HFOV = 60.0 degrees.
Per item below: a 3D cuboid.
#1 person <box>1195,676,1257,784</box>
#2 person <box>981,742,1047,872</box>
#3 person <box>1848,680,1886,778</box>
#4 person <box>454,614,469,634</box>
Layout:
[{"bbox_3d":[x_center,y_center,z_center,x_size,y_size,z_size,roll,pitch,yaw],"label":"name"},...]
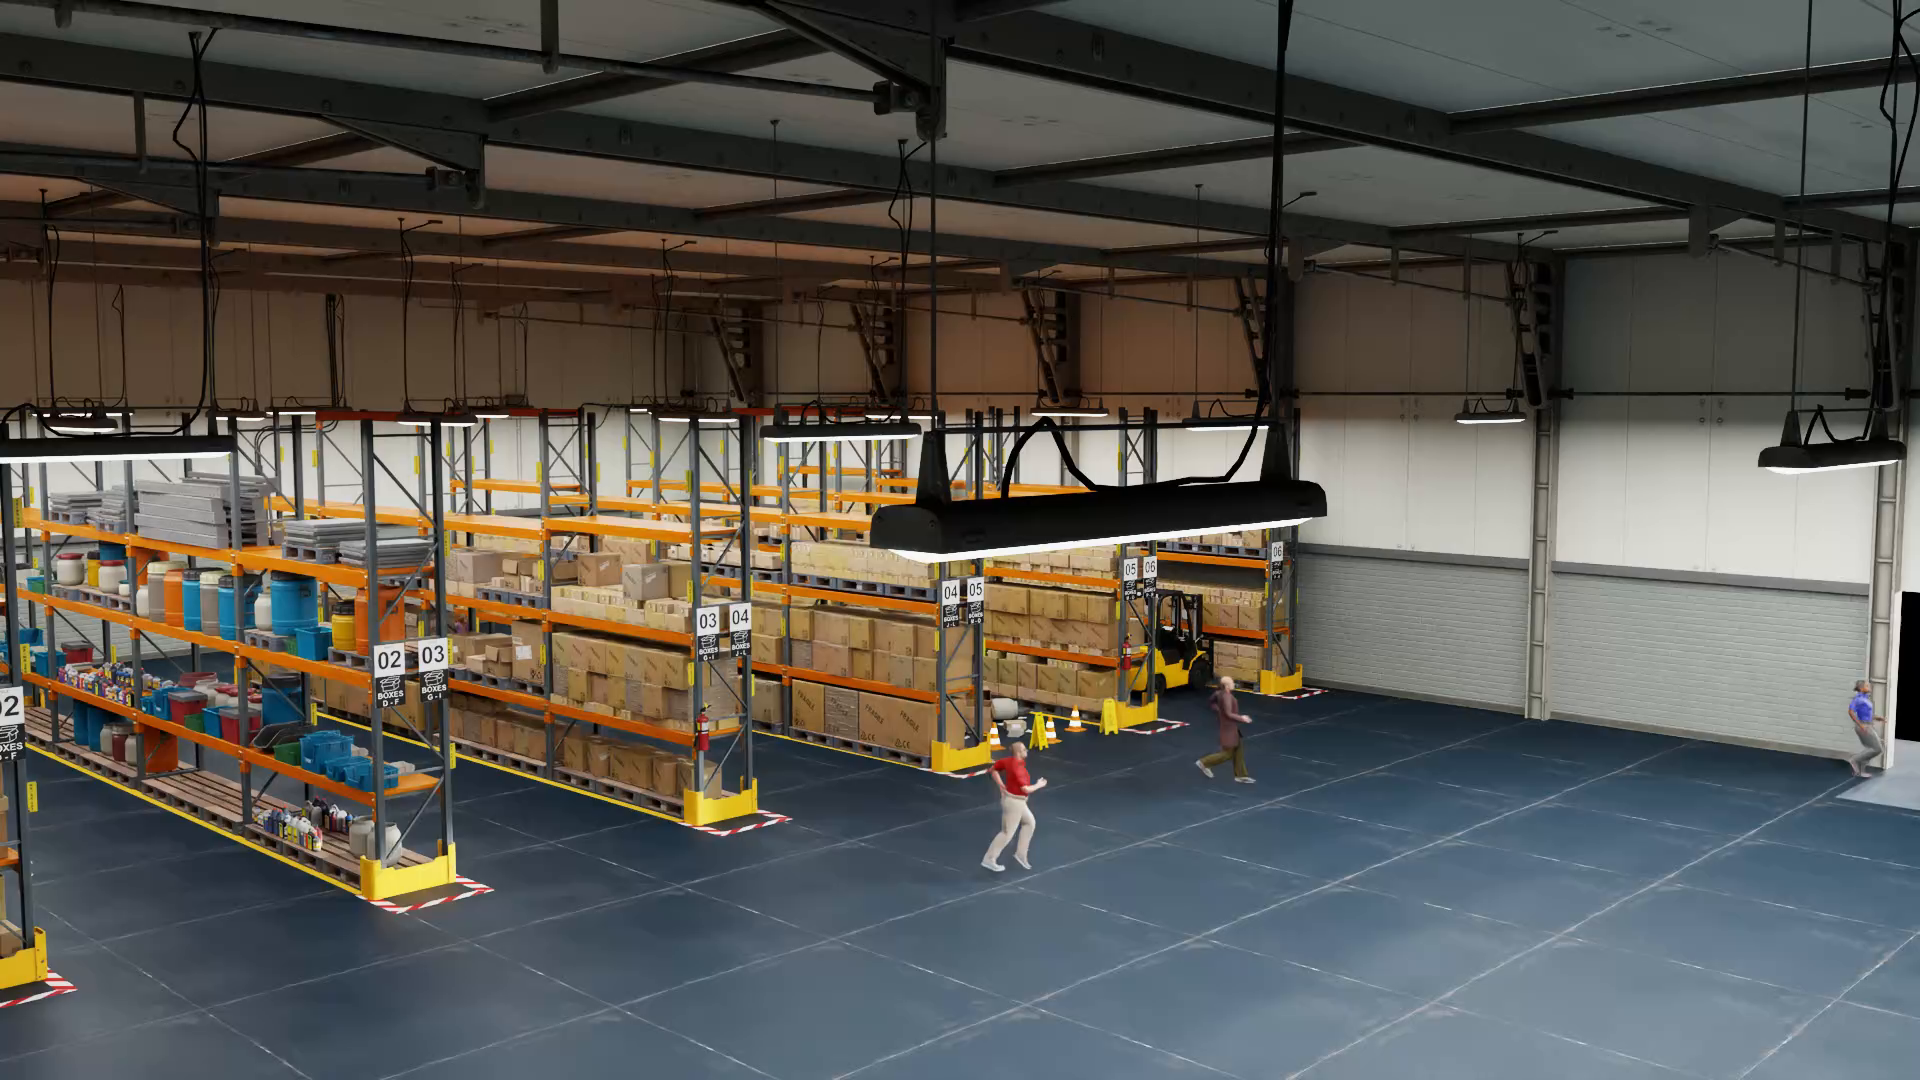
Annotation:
[{"bbox_3d":[4.309,3.081,26.892,1.021,1.773,0.722,0,5,-1],"label":"person"},{"bbox_3d":[0.695,3.542,21.969,0.911,1.770,0.673,-1,5,-12],"label":"person"},{"bbox_3d":[14.901,3.106,27.318,0.533,1.607,0.562,3,6,31],"label":"person"},{"bbox_3d":[-11.027,2.360,36.461,0.919,1.544,0.583,4,7,40],"label":"person"}]
